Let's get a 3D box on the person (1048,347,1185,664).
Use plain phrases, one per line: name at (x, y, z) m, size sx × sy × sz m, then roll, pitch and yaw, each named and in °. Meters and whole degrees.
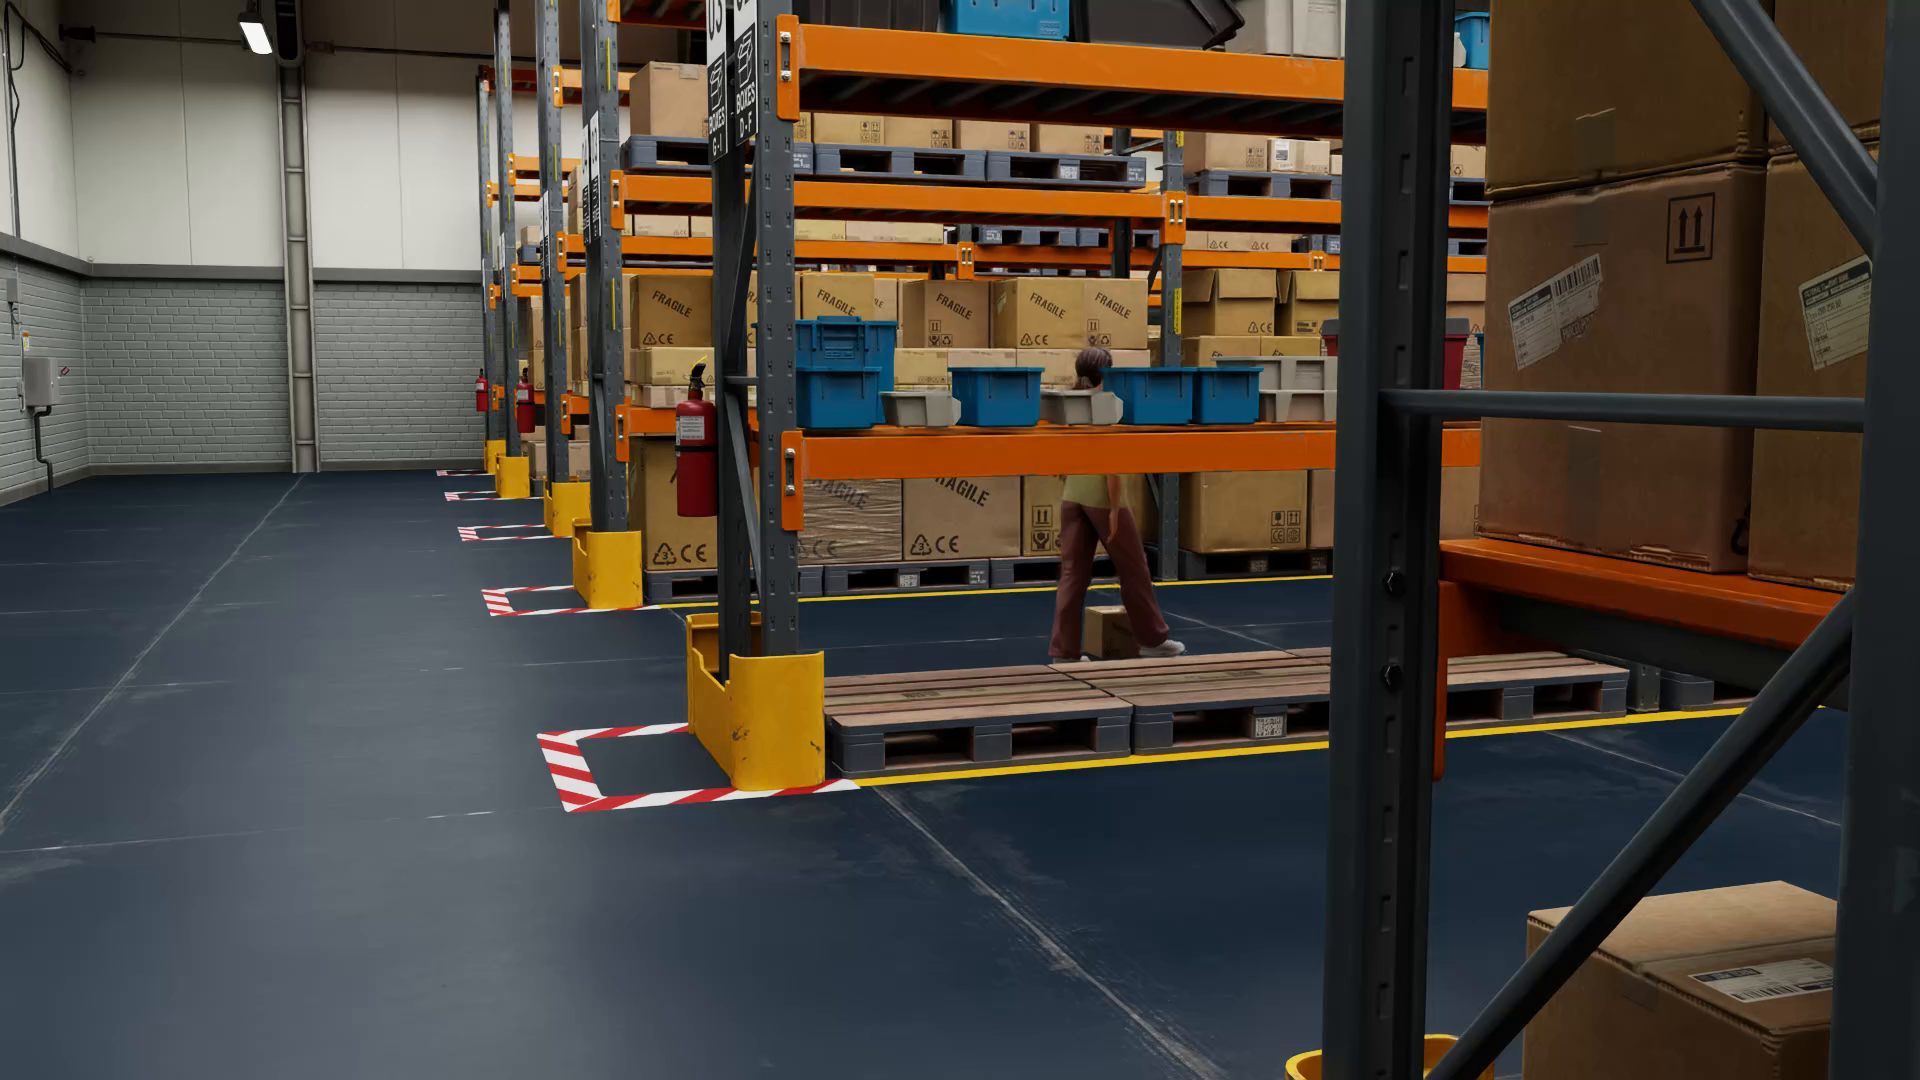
person at (0.772, -0.167, 8.578) m, size 0.469 × 1.644 × 0.853 m, roll 5°, pitch 8°, yaw 39°
